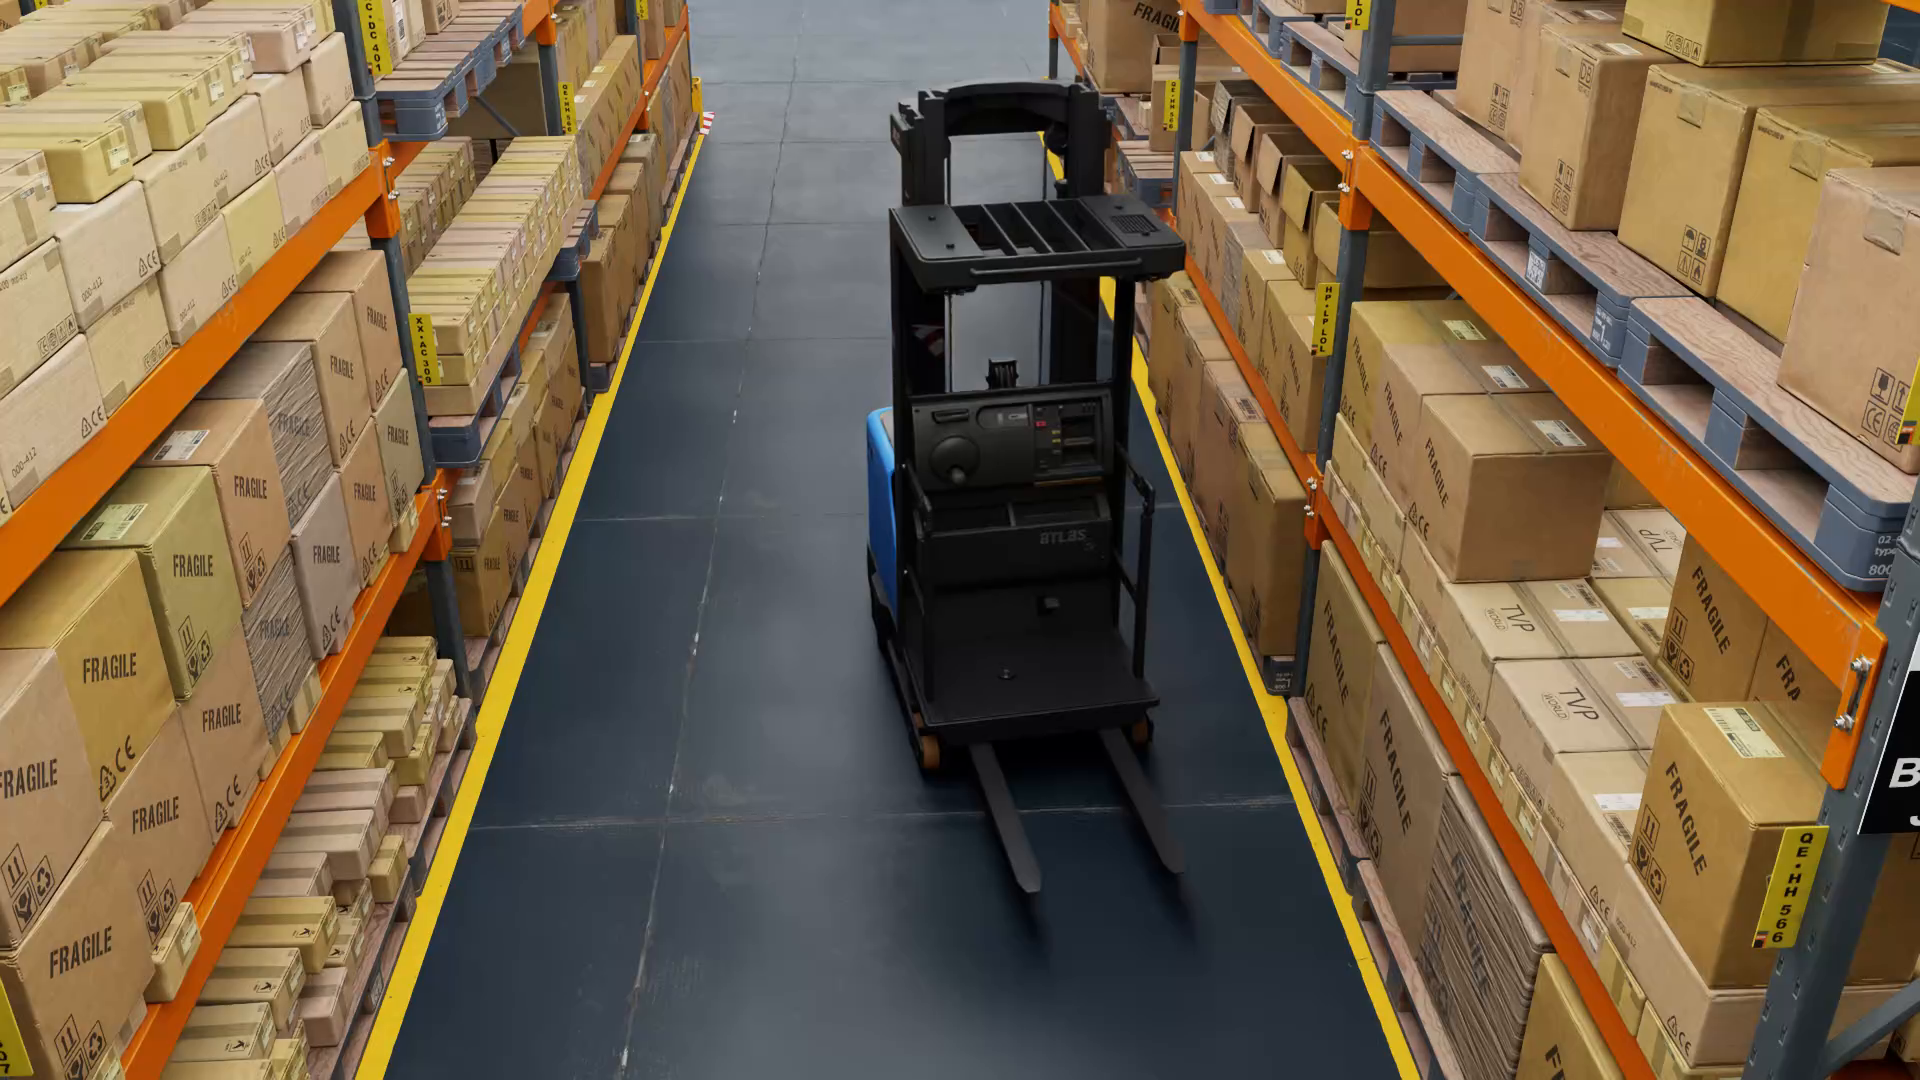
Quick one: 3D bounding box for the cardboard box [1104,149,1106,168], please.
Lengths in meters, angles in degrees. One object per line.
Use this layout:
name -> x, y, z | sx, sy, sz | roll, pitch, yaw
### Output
cardboard box -> 1.570, -3.996, 16.416 | 0.500, 0.500, 0.500 | -4, 28, -7

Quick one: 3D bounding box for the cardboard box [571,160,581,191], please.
cardboard box -> -2.570, -2.252, 10.320 | 0.380, 0.149, 0.250 | -1, 28, -2

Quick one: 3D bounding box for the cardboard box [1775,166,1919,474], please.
cardboard box -> 2.245, -0.485, 3.522 | 0.700, 0.500, 0.500 | -3, 28, -6

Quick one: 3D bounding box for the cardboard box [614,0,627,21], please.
cardboard box -> -3.244, -4.826, 14.430 | 0.875, 0.550, 0.550 | -1, 28, -3

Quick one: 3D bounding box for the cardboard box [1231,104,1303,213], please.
cardboard box -> 1.961, -2.186, 9.504 | 0.797, 0.503, 0.637 | -1, 28, -1

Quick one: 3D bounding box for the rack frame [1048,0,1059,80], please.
rack frame -> 1.490, -6.030, 18.068 | 1.000, 3.000, 0.127 | -1, 28, -3

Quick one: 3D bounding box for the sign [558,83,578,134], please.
sign -> -2.509, -2.758, 10.628 | 0.100, 0.325, 0.005 | -1, 28, -3

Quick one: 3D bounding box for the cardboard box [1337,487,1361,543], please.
cardboard box -> 1.814, -0.111, 6.991 | 0.380, 0.149, 0.250 | -2, 28, -4

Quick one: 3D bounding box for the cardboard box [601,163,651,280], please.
cardboard box -> -3.091, -2.568, 13.409 | 1.050, 0.750, 0.750 | -1, 28, -3

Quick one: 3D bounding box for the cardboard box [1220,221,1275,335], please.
cardboard box -> 1.745, -1.443, 9.166 | 0.500, 0.500, 0.500 | -1, 28, -2

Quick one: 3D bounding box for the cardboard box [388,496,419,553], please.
cardboard box -> -2.471, -0.061, 6.896 | 0.380, 0.149, 0.250 | -2, 28, -4

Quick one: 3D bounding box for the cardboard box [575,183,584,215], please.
cardboard box -> -2.566, -2.121, 10.390 | 0.380, 0.149, 0.250 | -1, 28, -2

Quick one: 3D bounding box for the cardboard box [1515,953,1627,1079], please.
cardboard box -> 2.212, 1.821, 4.858 | 0.875, 0.875, 0.875 | -1, 28, -3

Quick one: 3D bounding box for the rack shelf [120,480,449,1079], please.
rack shelf -> -2.737, 0.827, 5.698 | 1.077, 0.370, 4.000 | -1, 28, -3

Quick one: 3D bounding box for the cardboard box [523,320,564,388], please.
cardboard box -> -2.716, -1.130, 10.112 | 0.500, 0.250, 0.500 | -1, 28, -2

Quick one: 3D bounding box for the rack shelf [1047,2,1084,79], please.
rack shelf -> 1.595, -4.788, 16.464 | 1.077, 0.370, 4.000 | -1, 28, -3

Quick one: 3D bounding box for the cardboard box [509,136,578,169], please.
cardboard box -> -2.567, -2.386, 10.255 | 0.380, 0.149, 0.250 | -2, 28, -5

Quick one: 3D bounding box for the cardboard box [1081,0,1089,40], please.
cardboard box -> 1.620, -5.029, 15.718 | 0.875, 0.500, 0.500 | -1, 28, -3

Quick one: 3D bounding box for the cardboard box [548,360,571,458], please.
cardboard box -> -2.732, -0.803, 10.295 | 0.500, 0.500, 0.500 | 0, 28, -1

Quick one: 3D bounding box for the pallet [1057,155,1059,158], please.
pallet -> 1.501, -4.383, 17.925 | 1.003, 0.211, 1.213 | -1, 28, -3

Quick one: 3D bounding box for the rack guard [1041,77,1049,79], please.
rack guard -> 1.494, -4.887, 18.579 | 1.175, 0.500, 0.348 | -1, 28, -3

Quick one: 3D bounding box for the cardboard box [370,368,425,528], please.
cardboard box -> -2.534, -0.375, 6.796 | 0.500, 0.500, 0.500 | -1, 28, -3

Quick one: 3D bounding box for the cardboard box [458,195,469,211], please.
cardboard box -> -3.215, -2.002, 10.162 | 0.380, 0.149, 0.250 | 0, 28, 0

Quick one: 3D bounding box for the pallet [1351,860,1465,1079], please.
pallet -> 2.145, 1.666, 6.328 | 1.003, 0.211, 1.213 | -1, 28, -3

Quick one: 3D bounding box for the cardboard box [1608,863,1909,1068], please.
cardboard box -> 2.035, 1.076, 4.284 | 0.500, 0.250, 0.500 | -2, 28, -3

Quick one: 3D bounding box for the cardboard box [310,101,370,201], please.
cardboard box -> -2.546, -1.459, 6.222 | 0.500, 0.250, 0.500 | -1, 28, -1

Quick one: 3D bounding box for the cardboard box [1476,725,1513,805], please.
cardboard box -> 1.909, 0.722, 5.393 | 0.380, 0.149, 0.250 | -1, 28, -2

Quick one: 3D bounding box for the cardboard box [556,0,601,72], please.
cardboard box -> -3.173, -3.897, 12.790 | 0.700, 0.500, 0.500 | -1, 28, -2

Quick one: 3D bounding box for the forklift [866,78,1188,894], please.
forklift -> 0.289, -0.420, 7.387 | 1.130, 2.935, 3.031 | -5, 28, -10

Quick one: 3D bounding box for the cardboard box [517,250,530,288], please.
cardboard box -> -2.476, -1.421, 8.726 | 0.380, 0.149, 0.250 | -2, 28, -4

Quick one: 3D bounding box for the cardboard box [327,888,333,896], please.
cardboard box -> -2.536, 1.400, 6.128 | 0.380, 0.149, 0.250 | 0, 28, 0

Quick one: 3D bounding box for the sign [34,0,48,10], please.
sign -> -7.643, -4.472, 13.829 | 0.100, 0.325, 0.005 | -1, 28, -3

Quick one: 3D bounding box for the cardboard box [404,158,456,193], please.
cardboard box -> -3.195, -2.146, 9.794 | 0.380, 0.149, 0.250 | -2, 28, -3

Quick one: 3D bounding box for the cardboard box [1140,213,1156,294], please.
cardboard box -> 1.775, -2.249, 13.045 | 0.700, 0.500, 0.500 | 1, 28, 2

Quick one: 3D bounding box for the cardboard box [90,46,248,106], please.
cardboard box -> -2.490, -1.458, 5.249 | 0.380, 0.149, 0.250 | -2, 28, -5

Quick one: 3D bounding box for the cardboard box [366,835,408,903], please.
cardboard box -> -2.427, 1.313, 6.617 | 0.380, 0.149, 0.250 | -1, 28, -3

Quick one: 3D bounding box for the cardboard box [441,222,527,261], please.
cardboard box -> -2.472, -1.544, 8.641 | 0.380, 0.149, 0.250 | 0, 28, -1

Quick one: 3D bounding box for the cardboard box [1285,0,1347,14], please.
cardboard box -> 2.036, -2.955, 8.362 | 0.797, 0.503, 0.637 | -2, 28, -3

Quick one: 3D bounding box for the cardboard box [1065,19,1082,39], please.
cardboard box -> 1.248, -5.086, 16.530 | 0.380, 0.149, 0.250 | -1, 28, -3

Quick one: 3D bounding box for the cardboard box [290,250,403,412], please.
cardboard box -> -2.547, -0.824, 6.576 | 0.500, 0.500, 0.500 | -2, 28, -4

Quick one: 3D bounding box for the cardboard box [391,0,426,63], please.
cardboard box -> -2.678, -2.303, 7.321 | 0.500, 0.311, 0.500 | -2, 28, -3

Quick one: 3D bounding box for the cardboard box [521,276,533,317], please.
cardboard box -> -2.477, -1.286, 8.790 | 0.380, 0.149, 0.250 | -2, 28, -4

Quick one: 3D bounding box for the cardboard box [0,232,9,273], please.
cardboard box -> -2.359, -0.630, 3.662 | 0.380, 0.149, 0.250 | -1, 28, -3

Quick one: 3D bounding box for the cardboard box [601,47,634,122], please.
cardboard box -> -2.939, -3.686, 13.466 | 0.500, 0.500, 0.500 | -2, 28, -3

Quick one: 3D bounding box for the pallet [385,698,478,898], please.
pallet -> -2.771, 1.130, 7.354 | 1.003, 0.211, 1.213 | -1, 28, -3

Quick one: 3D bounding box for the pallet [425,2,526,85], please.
pallet -> -2.825, -2.429, 8.122 | 1.213, 0.211, 1.003 | -1, 28, -3

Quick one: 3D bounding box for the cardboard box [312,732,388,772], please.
cardboard box -> -2.554, 0.910, 6.746 | 0.380, 0.149, 0.250 | -1, 28, -1

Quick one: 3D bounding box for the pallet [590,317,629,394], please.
pallet -> -3.017, -1.392, 12.191 | 1.003, 0.211, 1.213 | -1, 28, -3

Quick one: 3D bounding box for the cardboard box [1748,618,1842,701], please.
cardboard box -> 2.544, 0.502, 4.574 | 0.500, 0.500, 0.500 | -2, 28, -4

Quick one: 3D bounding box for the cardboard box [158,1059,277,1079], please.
cardboard box -> -2.341, 1.752, 5.133 | 0.380, 0.149, 0.250 | -1, 28, -3

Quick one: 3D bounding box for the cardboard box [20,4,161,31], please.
cardboard box -> -3.088, -1.810, 5.924 | 0.380, 0.149, 0.250 | -3, 28, -5

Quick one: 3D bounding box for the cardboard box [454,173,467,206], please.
cardboard box -> -3.210, -2.116, 10.059 | 0.380, 0.149, 0.250 | 0, 28, 0

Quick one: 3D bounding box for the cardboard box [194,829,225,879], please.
cardboard box -> -2.478, 0.901, 5.050 | 0.380, 0.149, 0.250 | -2, 28, -3
